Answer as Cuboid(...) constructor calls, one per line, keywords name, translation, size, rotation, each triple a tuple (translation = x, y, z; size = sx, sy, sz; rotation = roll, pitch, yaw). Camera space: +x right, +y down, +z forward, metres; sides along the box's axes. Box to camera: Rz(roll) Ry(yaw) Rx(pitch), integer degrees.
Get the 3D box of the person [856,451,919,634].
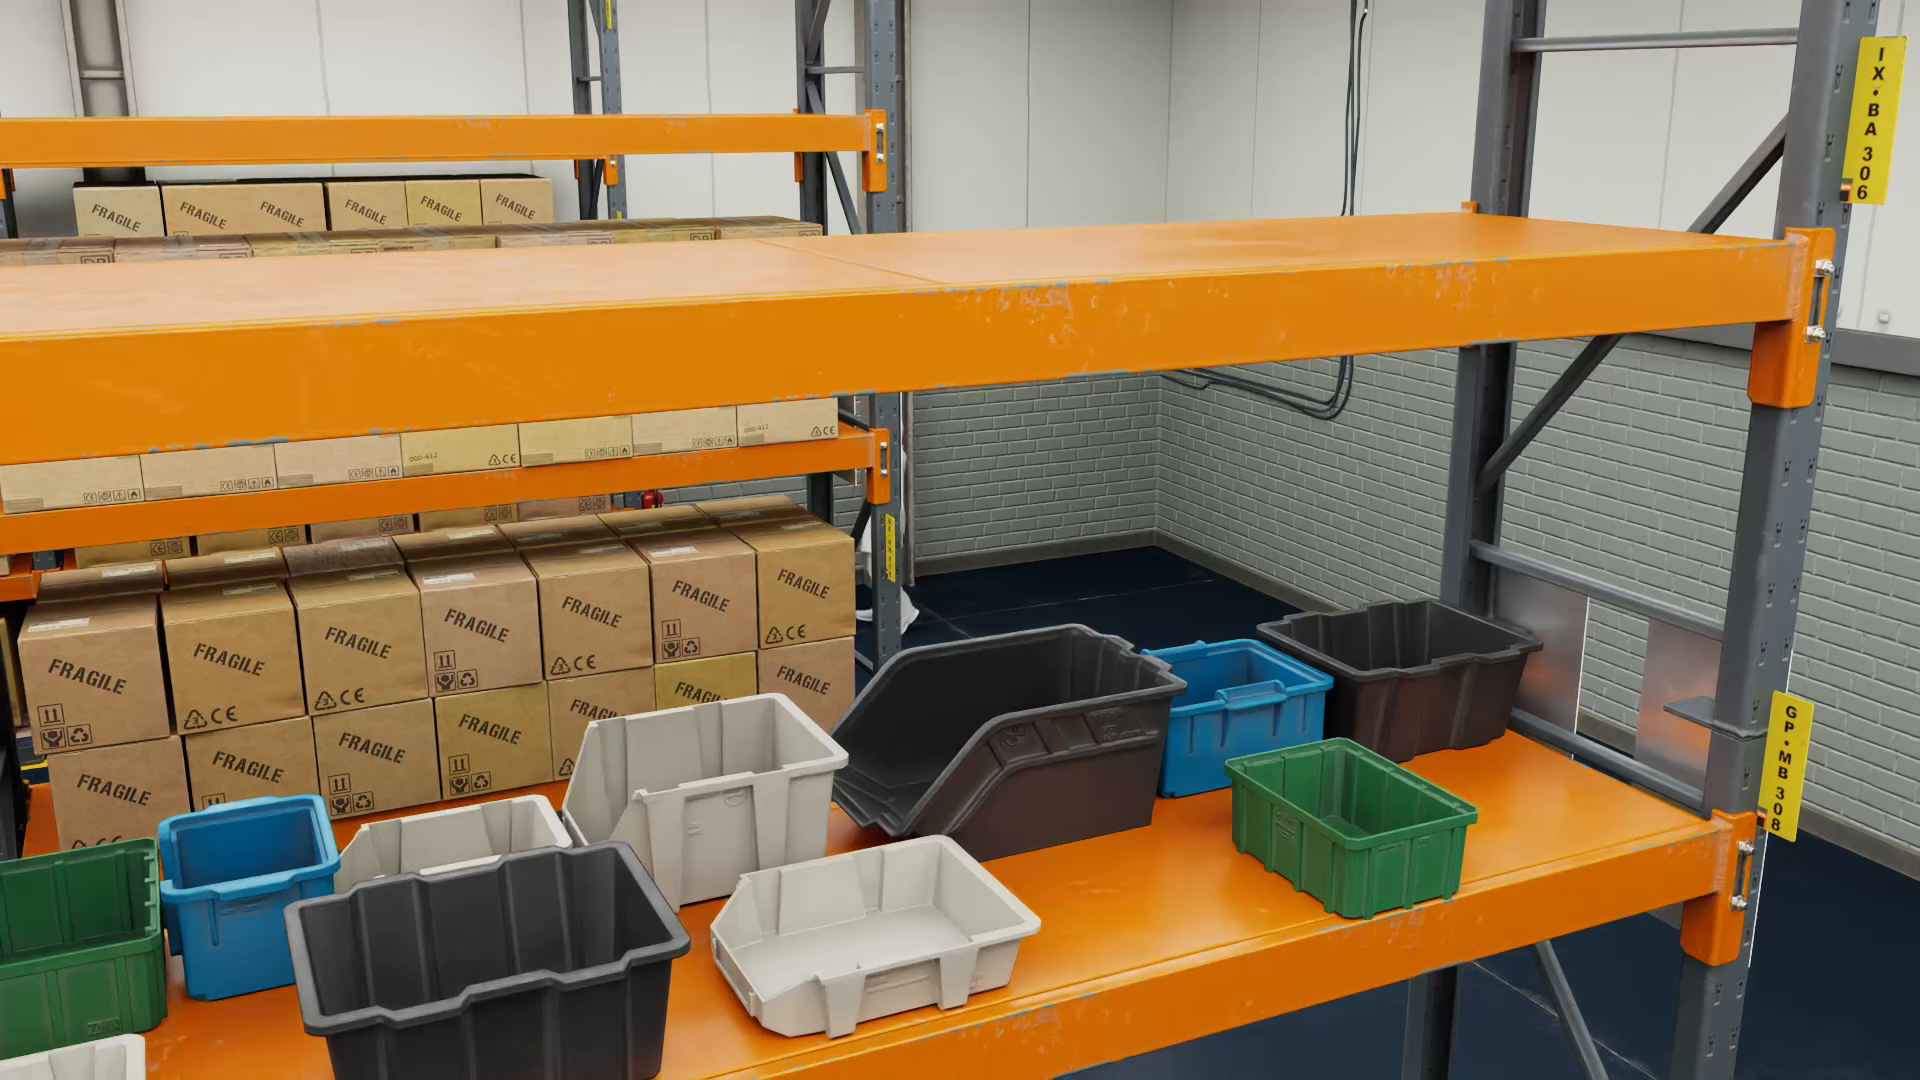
Cuboid(name="person", translation=(-0.625, -0.120, 14.057), size=(0.612, 1.825, 0.618), rotation=(2, 15, 7))
